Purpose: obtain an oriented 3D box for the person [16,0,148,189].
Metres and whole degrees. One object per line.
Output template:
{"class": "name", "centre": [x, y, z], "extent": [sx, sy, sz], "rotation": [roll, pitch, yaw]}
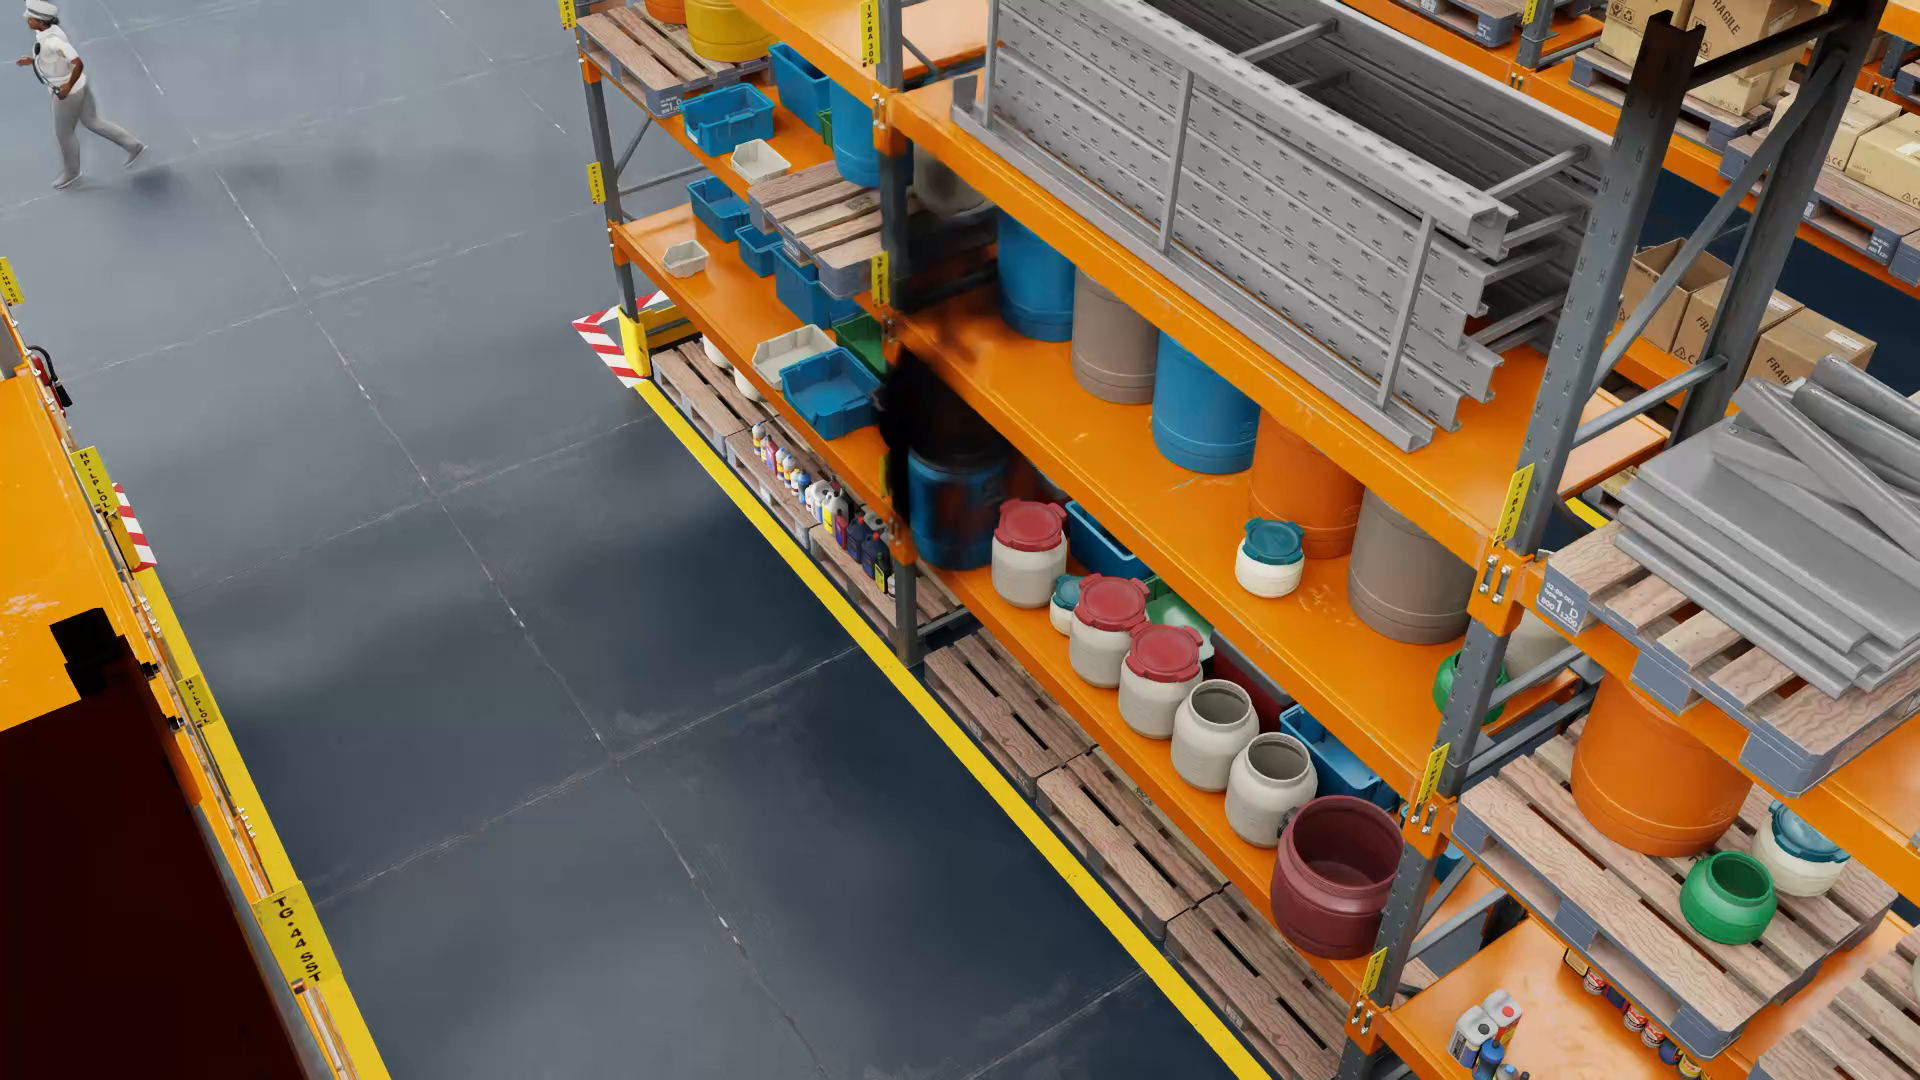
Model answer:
{"class": "person", "centre": [-7.926, -3.998, 14.829], "extent": [0.883, 1.721, 0.574], "rotation": [-10, 44, -11]}
